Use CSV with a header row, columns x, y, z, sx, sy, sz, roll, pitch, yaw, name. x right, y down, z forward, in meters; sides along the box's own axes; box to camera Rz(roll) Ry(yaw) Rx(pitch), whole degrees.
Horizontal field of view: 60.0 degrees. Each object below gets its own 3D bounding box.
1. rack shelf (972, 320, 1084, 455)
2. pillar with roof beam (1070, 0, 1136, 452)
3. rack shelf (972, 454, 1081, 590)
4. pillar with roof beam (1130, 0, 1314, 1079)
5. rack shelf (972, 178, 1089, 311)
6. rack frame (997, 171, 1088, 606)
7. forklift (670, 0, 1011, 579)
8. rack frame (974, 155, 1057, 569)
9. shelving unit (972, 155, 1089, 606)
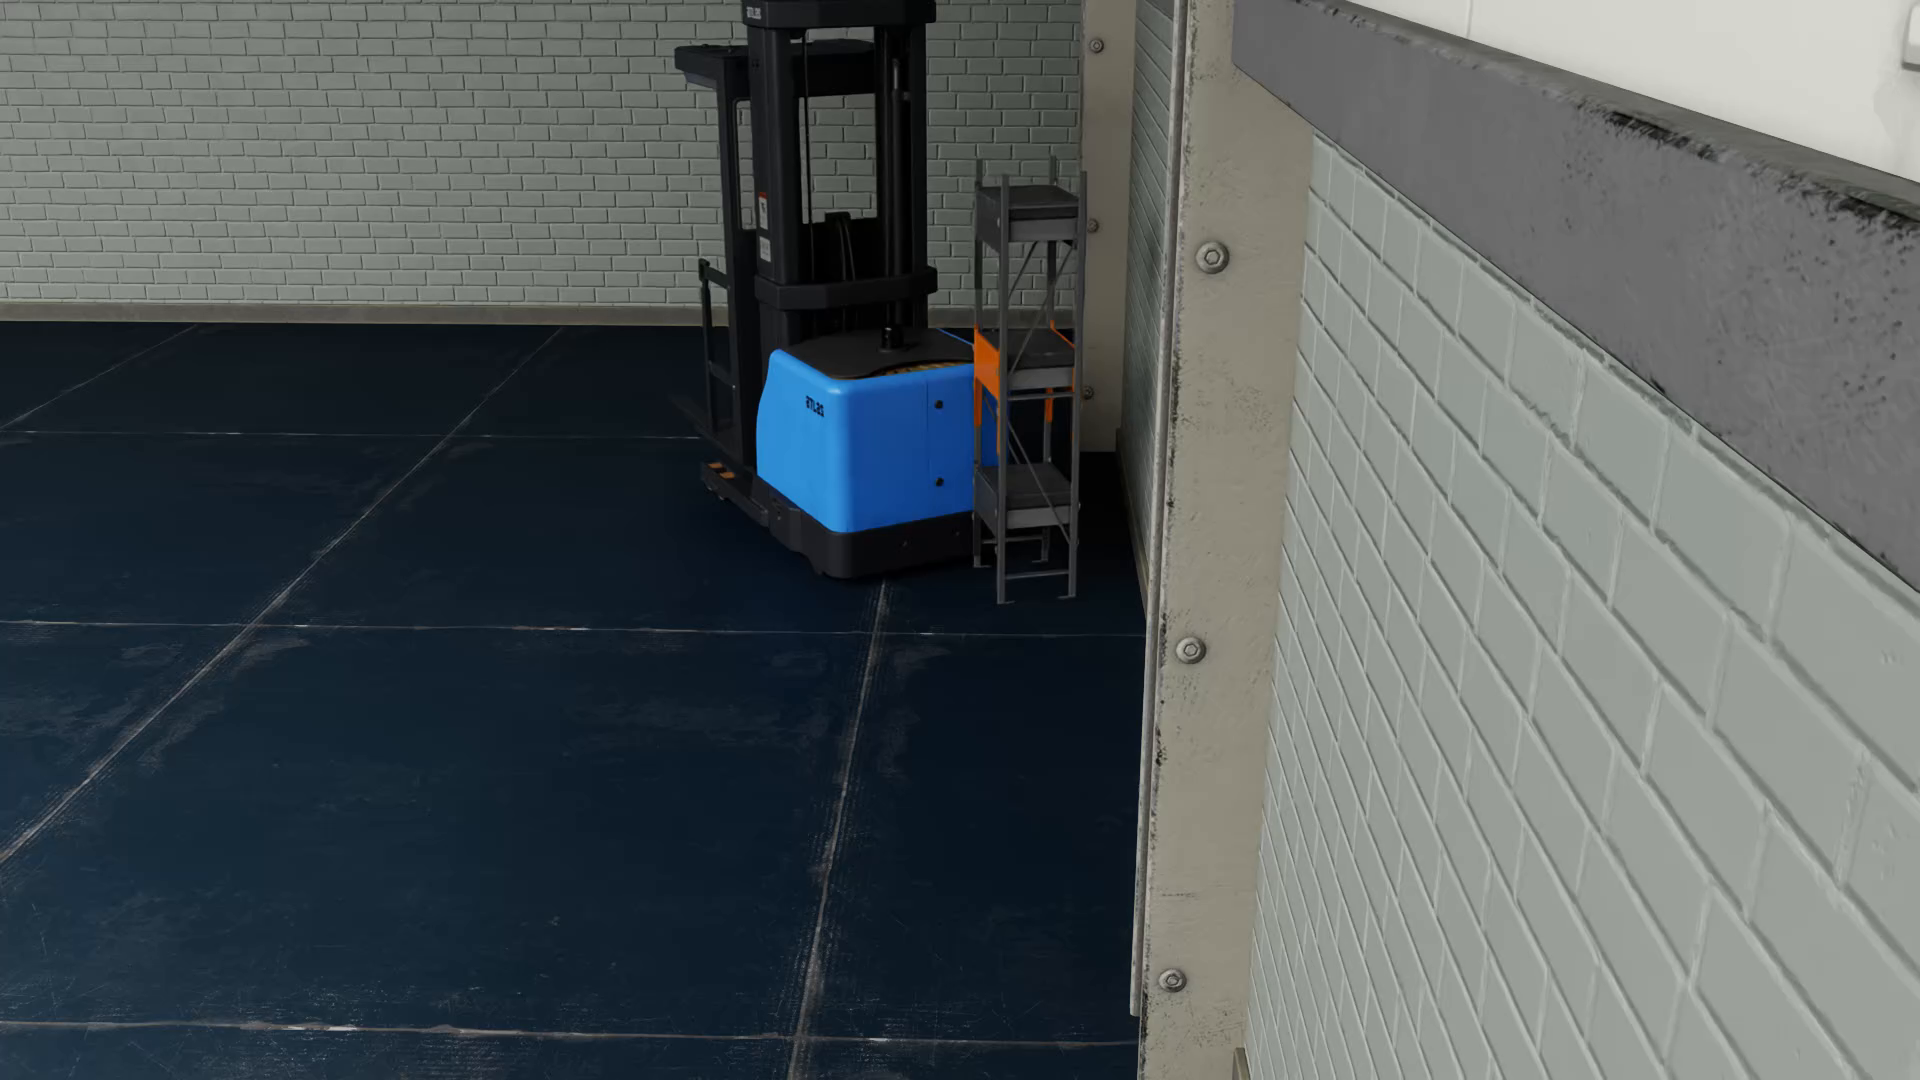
x,y,z,sx,sy,sz,roll,pitch,yaw,name
0.324,-0.748,8.093,0.431,0.518,0.480,-5,22,-13,rack shelf
-3.436,-4.873,9.147,9.100,9.000,0.400,1,21,2,pillar with roof beam
0.324,-0.096,8.346,0.431,0.518,0.480,-5,22,-13,rack shelf
-3.619,-2.703,3.556,9.100,9.000,0.400,1,21,2,pillar with roof beam
0.324,-1.401,7.839,0.431,0.518,0.480,-5,22,-13,rack shelf
0.381,-0.675,7.866,0.400,2.100,0.015,-5,22,-13,rack frame
-0.871,-1.664,9.266,1.130,2.935,3.031,-11,24,-26,forklift
0.267,-0.847,8.309,0.400,2.100,0.015,-5,22,-13,rack frame
0.324,-0.761,8.088,0.431,2.100,0.503,-5,22,-13,shelving unit
